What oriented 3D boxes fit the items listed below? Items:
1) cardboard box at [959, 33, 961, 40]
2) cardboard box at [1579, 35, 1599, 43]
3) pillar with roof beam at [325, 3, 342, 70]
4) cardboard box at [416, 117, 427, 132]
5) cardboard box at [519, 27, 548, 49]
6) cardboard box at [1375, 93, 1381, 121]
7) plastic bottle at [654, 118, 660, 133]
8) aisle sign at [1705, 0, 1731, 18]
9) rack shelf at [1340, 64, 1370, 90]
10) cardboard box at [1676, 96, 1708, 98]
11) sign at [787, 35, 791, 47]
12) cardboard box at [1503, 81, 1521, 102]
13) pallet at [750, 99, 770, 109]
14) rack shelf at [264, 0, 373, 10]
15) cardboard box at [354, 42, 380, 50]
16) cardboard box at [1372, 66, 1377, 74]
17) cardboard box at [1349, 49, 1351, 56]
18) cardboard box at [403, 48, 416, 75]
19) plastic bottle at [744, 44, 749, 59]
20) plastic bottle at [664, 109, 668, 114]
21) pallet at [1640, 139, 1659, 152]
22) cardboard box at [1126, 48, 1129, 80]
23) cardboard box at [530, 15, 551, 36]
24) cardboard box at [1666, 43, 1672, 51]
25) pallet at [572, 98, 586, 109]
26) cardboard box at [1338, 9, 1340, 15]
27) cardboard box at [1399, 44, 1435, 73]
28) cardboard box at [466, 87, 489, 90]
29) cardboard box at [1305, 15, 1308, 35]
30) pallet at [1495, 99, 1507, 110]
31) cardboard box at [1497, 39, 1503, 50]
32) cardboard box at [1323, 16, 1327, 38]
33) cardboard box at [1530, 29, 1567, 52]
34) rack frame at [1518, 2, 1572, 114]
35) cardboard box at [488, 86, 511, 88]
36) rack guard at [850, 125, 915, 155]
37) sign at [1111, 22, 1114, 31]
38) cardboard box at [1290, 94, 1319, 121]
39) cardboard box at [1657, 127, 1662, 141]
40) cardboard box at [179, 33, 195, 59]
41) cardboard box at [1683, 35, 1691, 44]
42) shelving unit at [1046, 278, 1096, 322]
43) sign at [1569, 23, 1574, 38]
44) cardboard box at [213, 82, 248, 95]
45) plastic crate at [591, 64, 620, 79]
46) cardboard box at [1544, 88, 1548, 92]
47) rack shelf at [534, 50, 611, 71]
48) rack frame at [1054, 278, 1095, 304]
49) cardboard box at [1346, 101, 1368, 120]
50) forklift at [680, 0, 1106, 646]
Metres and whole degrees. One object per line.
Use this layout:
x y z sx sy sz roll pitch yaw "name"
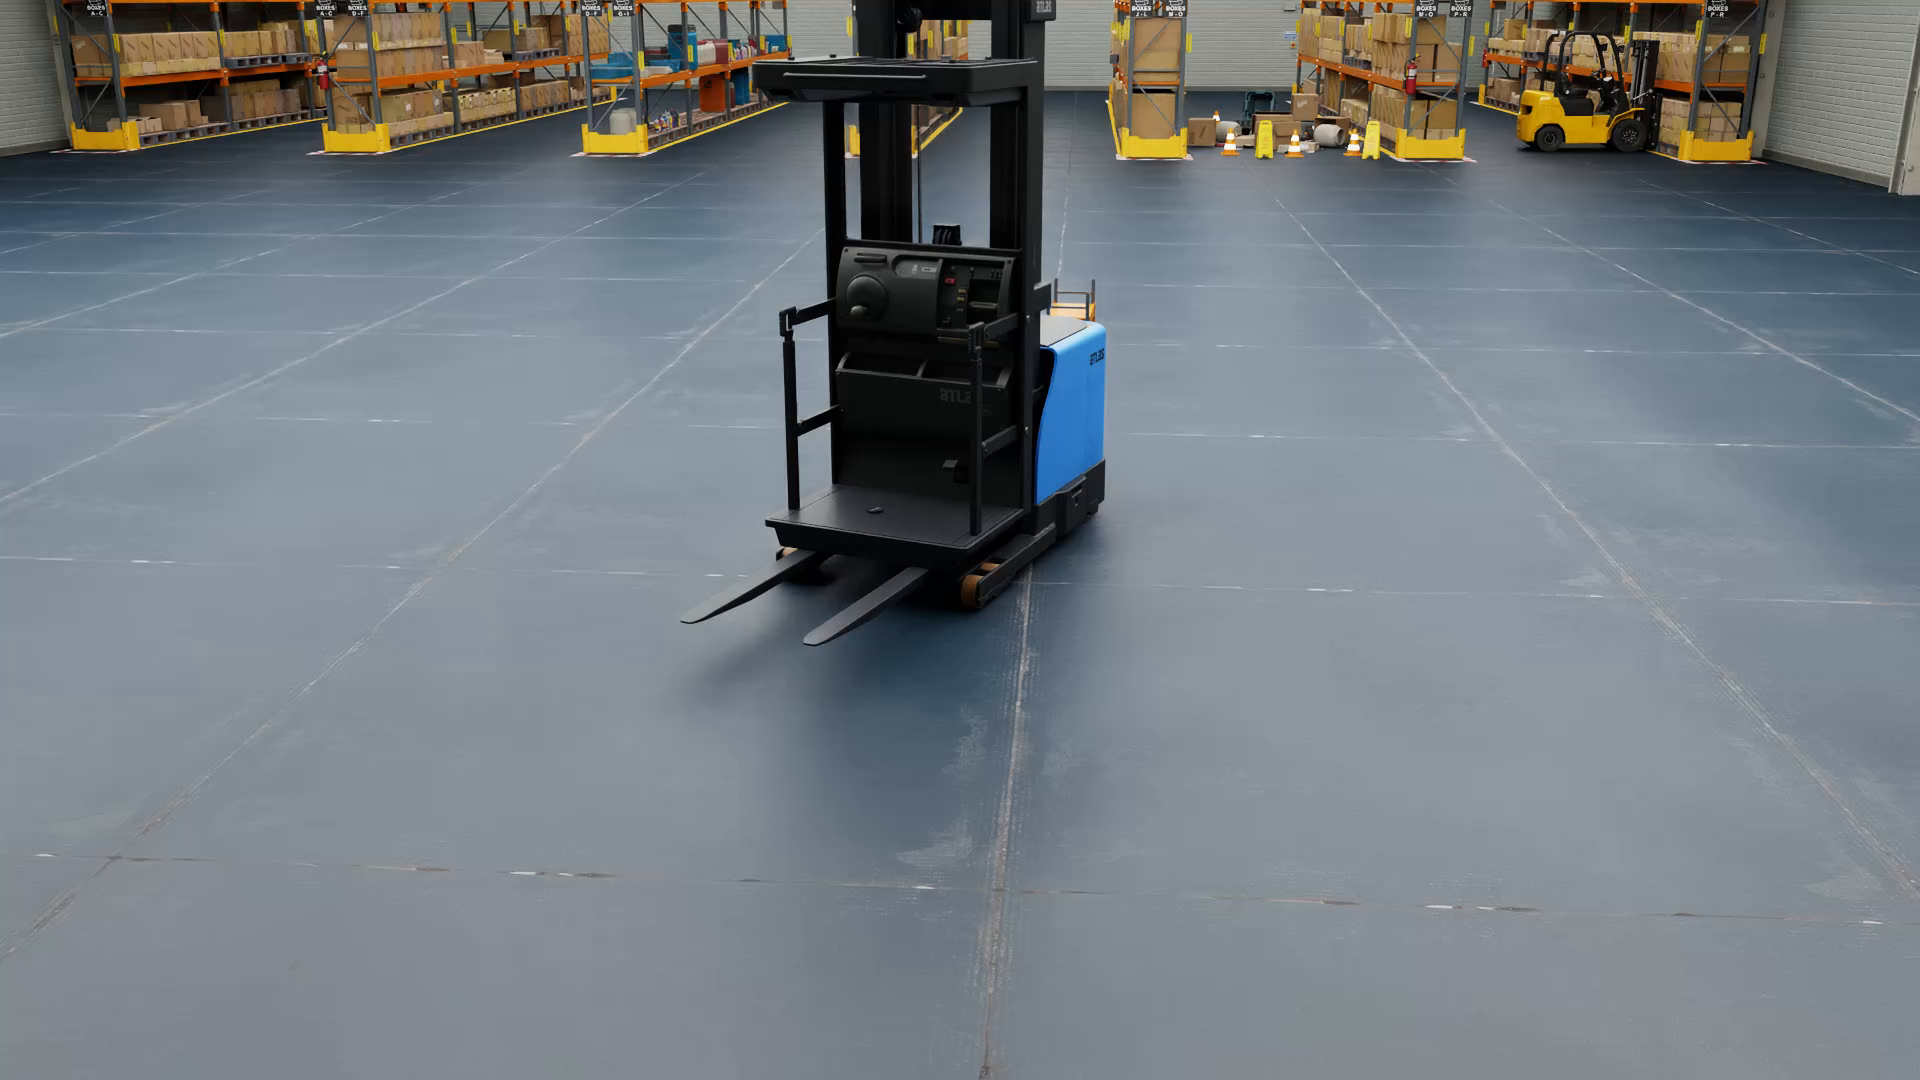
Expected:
-0.240 -12.976 42.266 0.500 0.500 0.500 1 18 4 "cardboard box"
13.642 -10.861 36.050 0.380 0.149 0.250 2 18 5 "cardboard box"
-11.913 -15.577 42.010 9.100 9.000 0.400 1 18 4 "pillar with roof beam"
-10.944 -8.269 33.084 0.500 0.250 0.500 1 18 4 "cardboard box"
-10.710 -12.581 41.666 0.700 0.500 0.500 -5 19 -15 "cardboard box"
8.400 -8.453 32.442 0.500 0.500 0.500 2 18 6 "cardboard box"
-5.932 -8.106 32.519 0.097 0.271 0.097 0 18 0 "plastic bottle"
13.105 -9.418 28.672 0.394 0.787 0.004 1 18 4 "aisle sign"
8.882 -9.827 35.252 1.077 0.370 4.000 1 18 4 "rack shelf"
13.748 -8.178 31.201 0.500 0.250 0.500 1 18 3 "cardboard box"
-4.676 -13.677 45.584 0.100 0.325 0.005 1 18 4 "sign"
14.237 -11.402 42.243 0.700 0.500 0.500 1 18 2 "cardboard box"
-5.499 -11.268 42.974 1.003 0.211 1.213 1 18 4 "pallet"
-15.538 -13.048 40.264 1.077 0.370 4.000 1 18 4 "rack shelf"
-11.071 -9.222 31.048 0.380 0.149 0.250 1 18 4 "cardboard box"
8.396 -9.338 33.007 0.380 0.149 0.250 1 18 4 "cardboard box"
8.697 -10.603 36.192 0.380 0.149 0.250 0 18 0 "cardboard box"
-11.159 -9.422 32.700 0.700 0.500 0.500 2 18 6 "cardboard box"
-5.266 -11.991 40.779 0.144 0.351 0.185 1 18 4 "plastic bottle"
-5.989 -8.627 33.981 0.144 0.351 0.185 1 18 4 "plastic bottle"
13.506 -7.487 31.434 1.003 0.211 1.213 1 18 4 "pallet"
3.506 -8.744 30.549 0.875 0.550 0.550 1 18 4 "cardboard box"
-10.675 -13.162 42.507 0.500 0.500 0.500 1 18 4 "cardboard box"
13.216 -9.065 30.567 0.380 0.149 0.250 1 18 4 "cardboard box"
-10.403 -11.364 43.266 1.003 0.211 1.213 1 18 4 "pallet"
9.572 -13.116 41.326 0.380 0.149 0.250 1 18 3 "cardboard box"
8.216 -8.669 29.925 0.500 0.500 0.500 1 18 3 "cardboard box"
-11.071 -10.237 38.189 0.500 0.311 0.500 2 18 6 "cardboard box"
9.221 -13.334 43.033 0.500 0.500 0.500 1 18 3 "cardboard box"
14.398 -11.191 42.737 1.003 0.211 1.213 1 18 4 "pallet"
14.179 -12.786 42.891 0.500 0.250 0.500 1 18 3 "cardboard box"
8.985 -12.266 39.775 0.500 0.500 0.500 1 18 4 "cardboard box"
13.968 -11.864 39.478 0.700 0.500 0.500 1 18 5 "cardboard box"
14.263 -11.923 40.493 1.000 3.000 0.127 1 18 4 "rack frame"
-10.907 -10.551 39.613 0.500 0.500 0.500 2 18 6 "cardboard box"
-1.428 -7.363 30.590 1.175 0.500 0.348 1 18 4 "rack guard"
4.113 -13.777 44.762 0.100 0.325 0.005 1 18 4 "sign"
6.961 -8.750 33.609 0.500 0.500 0.500 1 18 4 "cardboard box"
13.211 -7.551 30.893 0.500 0.250 0.500 1 18 5 "cardboard box"
-15.770 -9.930 33.416 0.500 0.500 0.500 1 18 2 "cardboard box"
13.197 -8.968 29.795 0.380 0.149 0.250 2 18 5 "cardboard box"
0.638 -0.885 9.697 0.258 1.200 0.503 3 18 8 "shelving unit"
13.434 -11.202 36.561 0.100 0.325 0.005 1 18 4 "sign"
-15.904 -9.844 36.253 0.500 0.250 0.500 1 18 3 "cardboard box"
-6.636 -8.729 30.984 0.499 0.251 0.616 1 18 4 "plastic crate"
13.892 -10.308 38.904 0.500 0.500 0.500 1 18 2 "cardboard box"
-10.310 -12.755 44.189 1.077 0.370 4.000 1 18 4 "rack shelf"
0.672 -0.960 9.927 0.240 1.200 0.015 3 18 8 "rack frame"
8.930 -9.336 36.145 0.950 0.372 0.625 1 18 3 "cardboard box"
-0.263 -1.217 7.929 1.130 2.935 3.031 8 20 24 "forklift"
